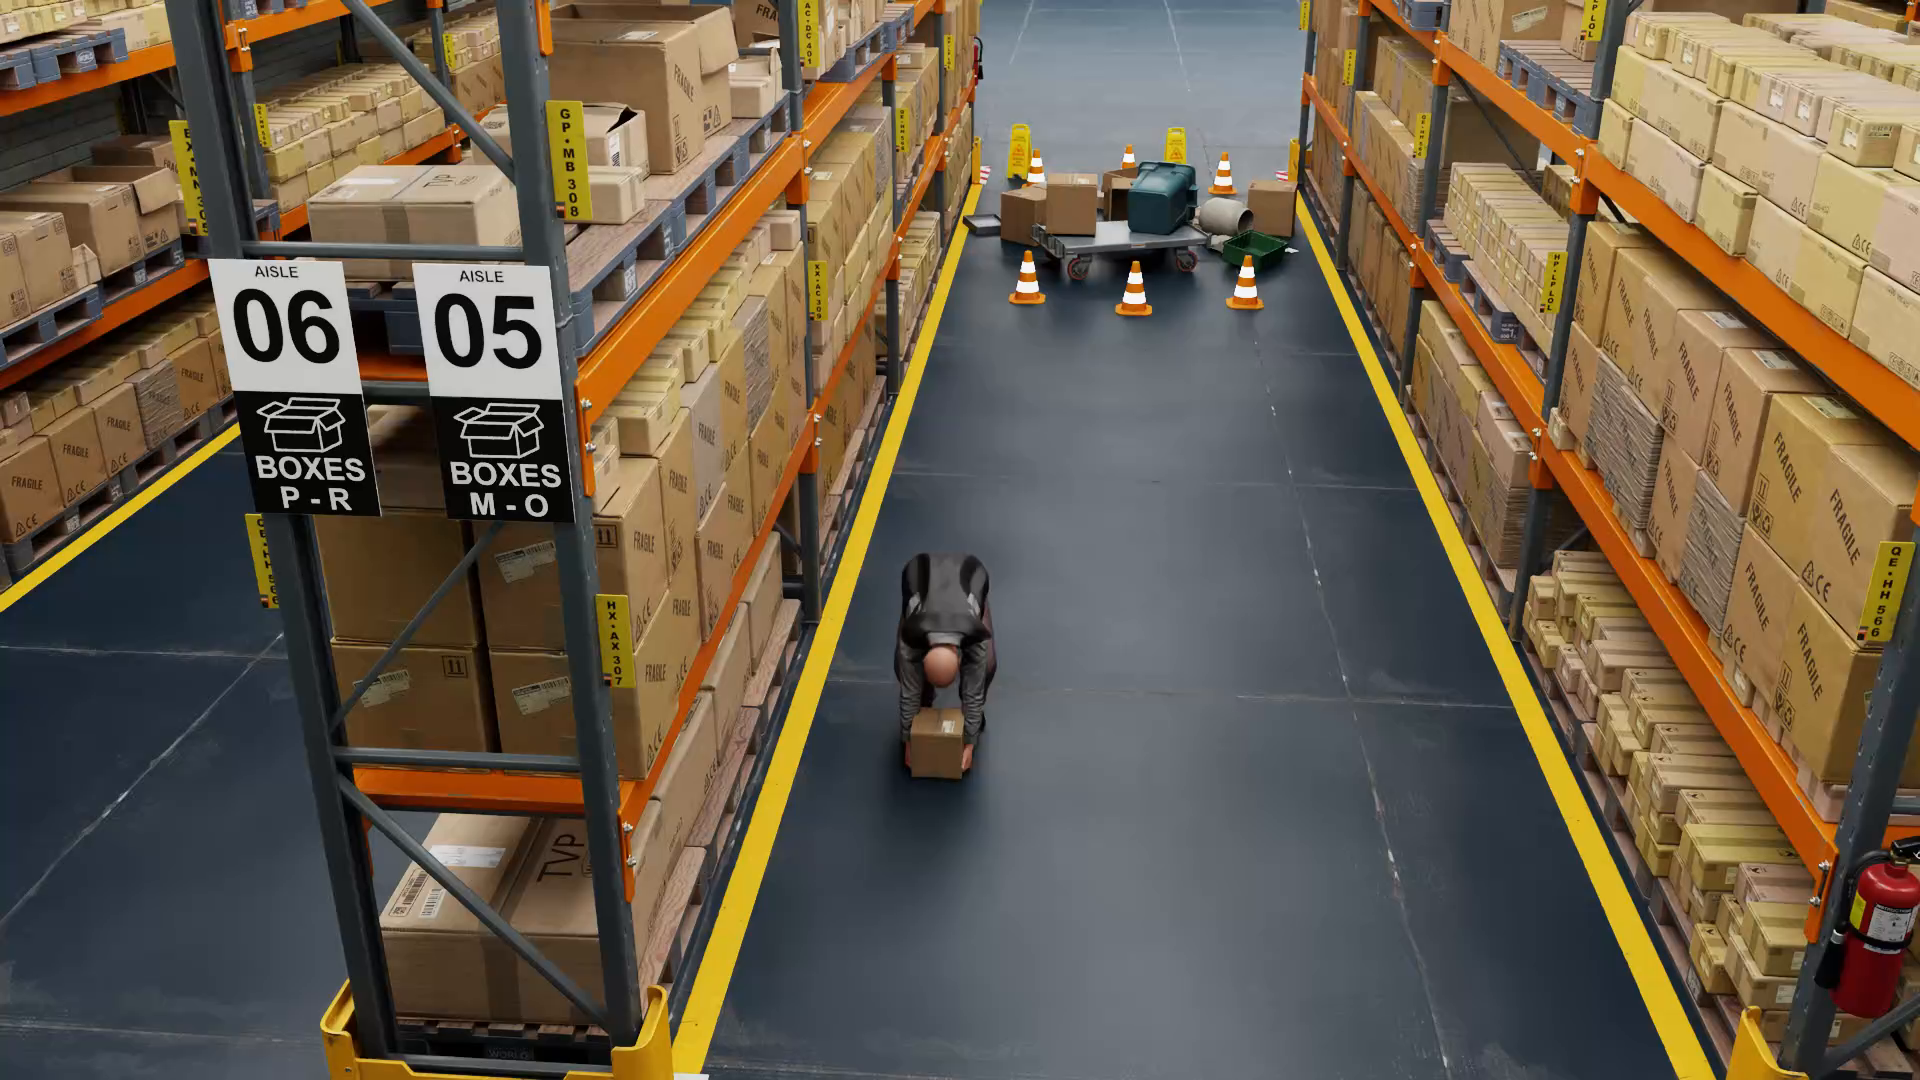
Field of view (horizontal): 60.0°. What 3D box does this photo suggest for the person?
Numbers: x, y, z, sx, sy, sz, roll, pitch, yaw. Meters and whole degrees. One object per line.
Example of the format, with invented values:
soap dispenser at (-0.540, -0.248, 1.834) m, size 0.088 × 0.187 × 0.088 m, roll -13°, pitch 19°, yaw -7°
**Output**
person at (-0.074, 0.578, 8.332) m, size 0.519 × 0.922 × 0.947 m, roll 1°, pitch 24°, yaw 2°
